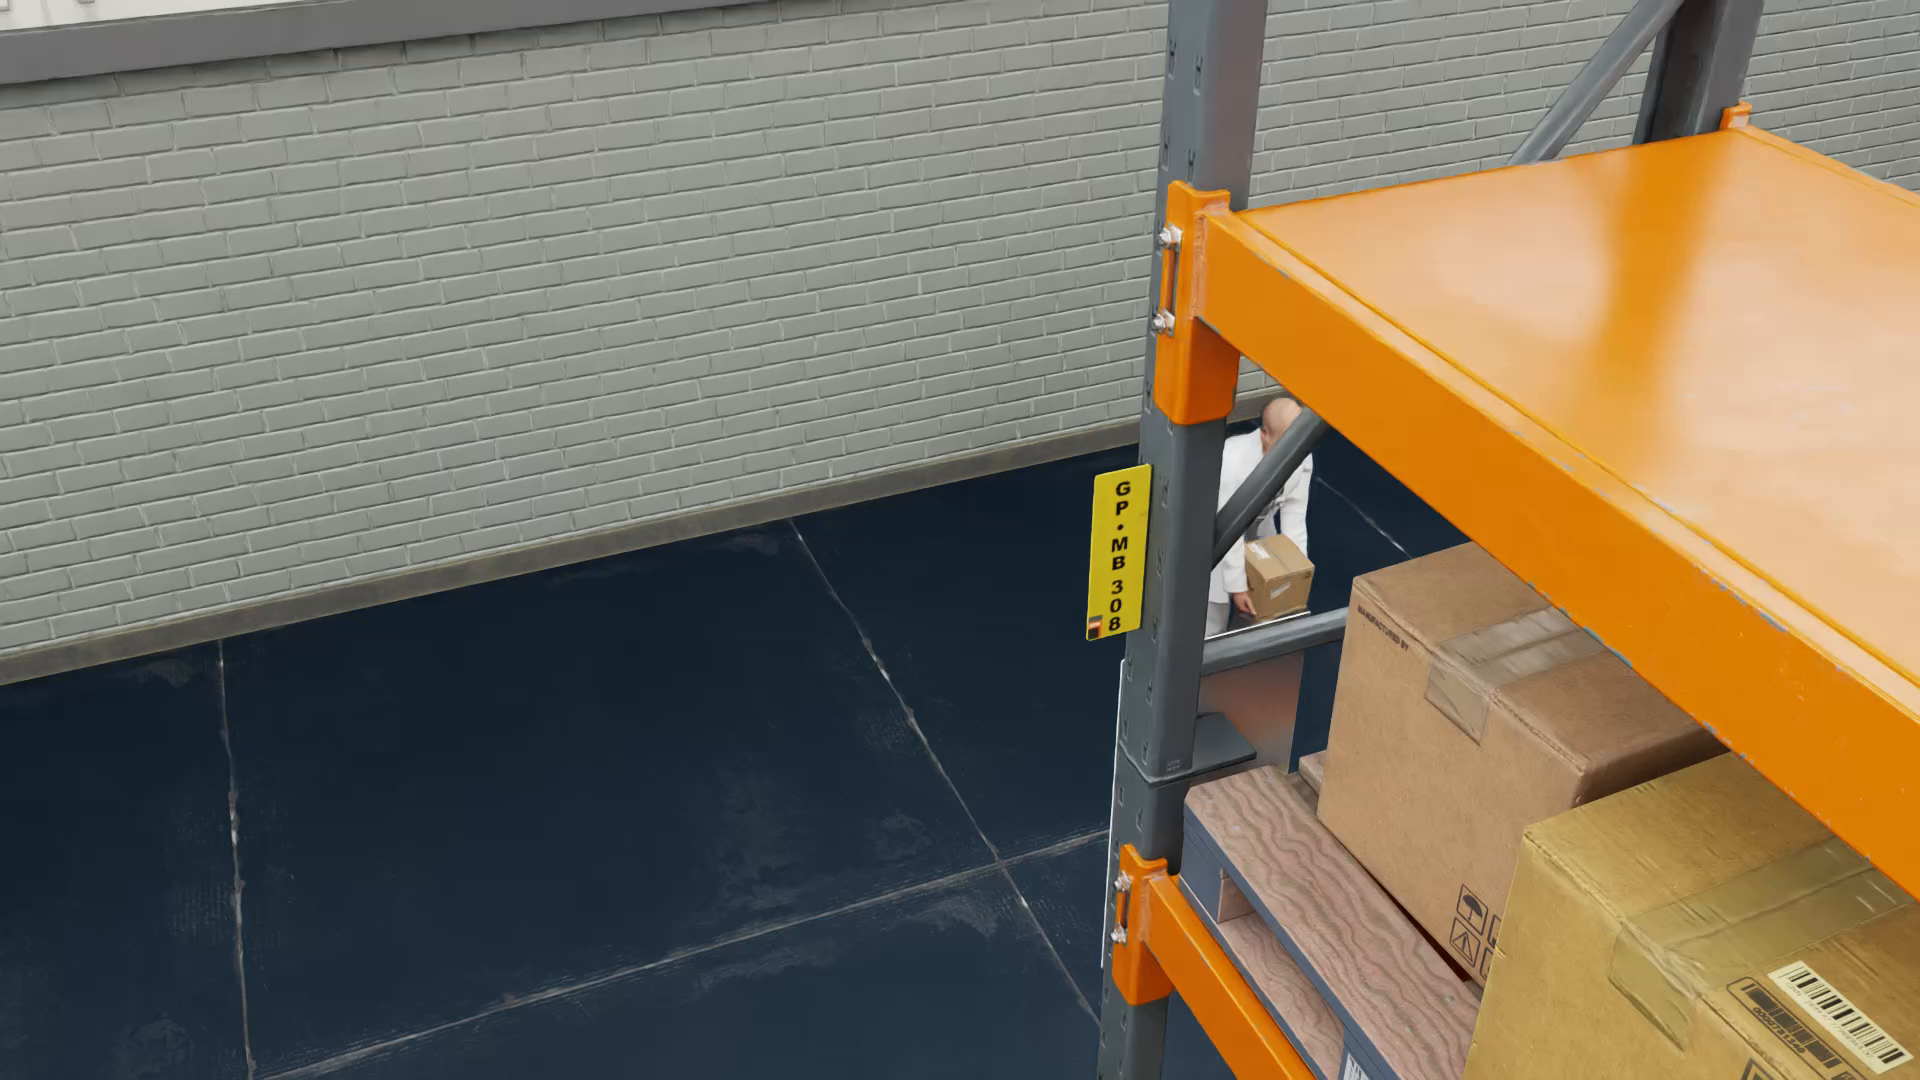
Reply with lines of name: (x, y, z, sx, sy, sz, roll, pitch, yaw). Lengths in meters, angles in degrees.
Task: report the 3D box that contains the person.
person: (1.286, 0.082, 7.477, 0.537, 1.720, 0.618, -14, 35, -20)
